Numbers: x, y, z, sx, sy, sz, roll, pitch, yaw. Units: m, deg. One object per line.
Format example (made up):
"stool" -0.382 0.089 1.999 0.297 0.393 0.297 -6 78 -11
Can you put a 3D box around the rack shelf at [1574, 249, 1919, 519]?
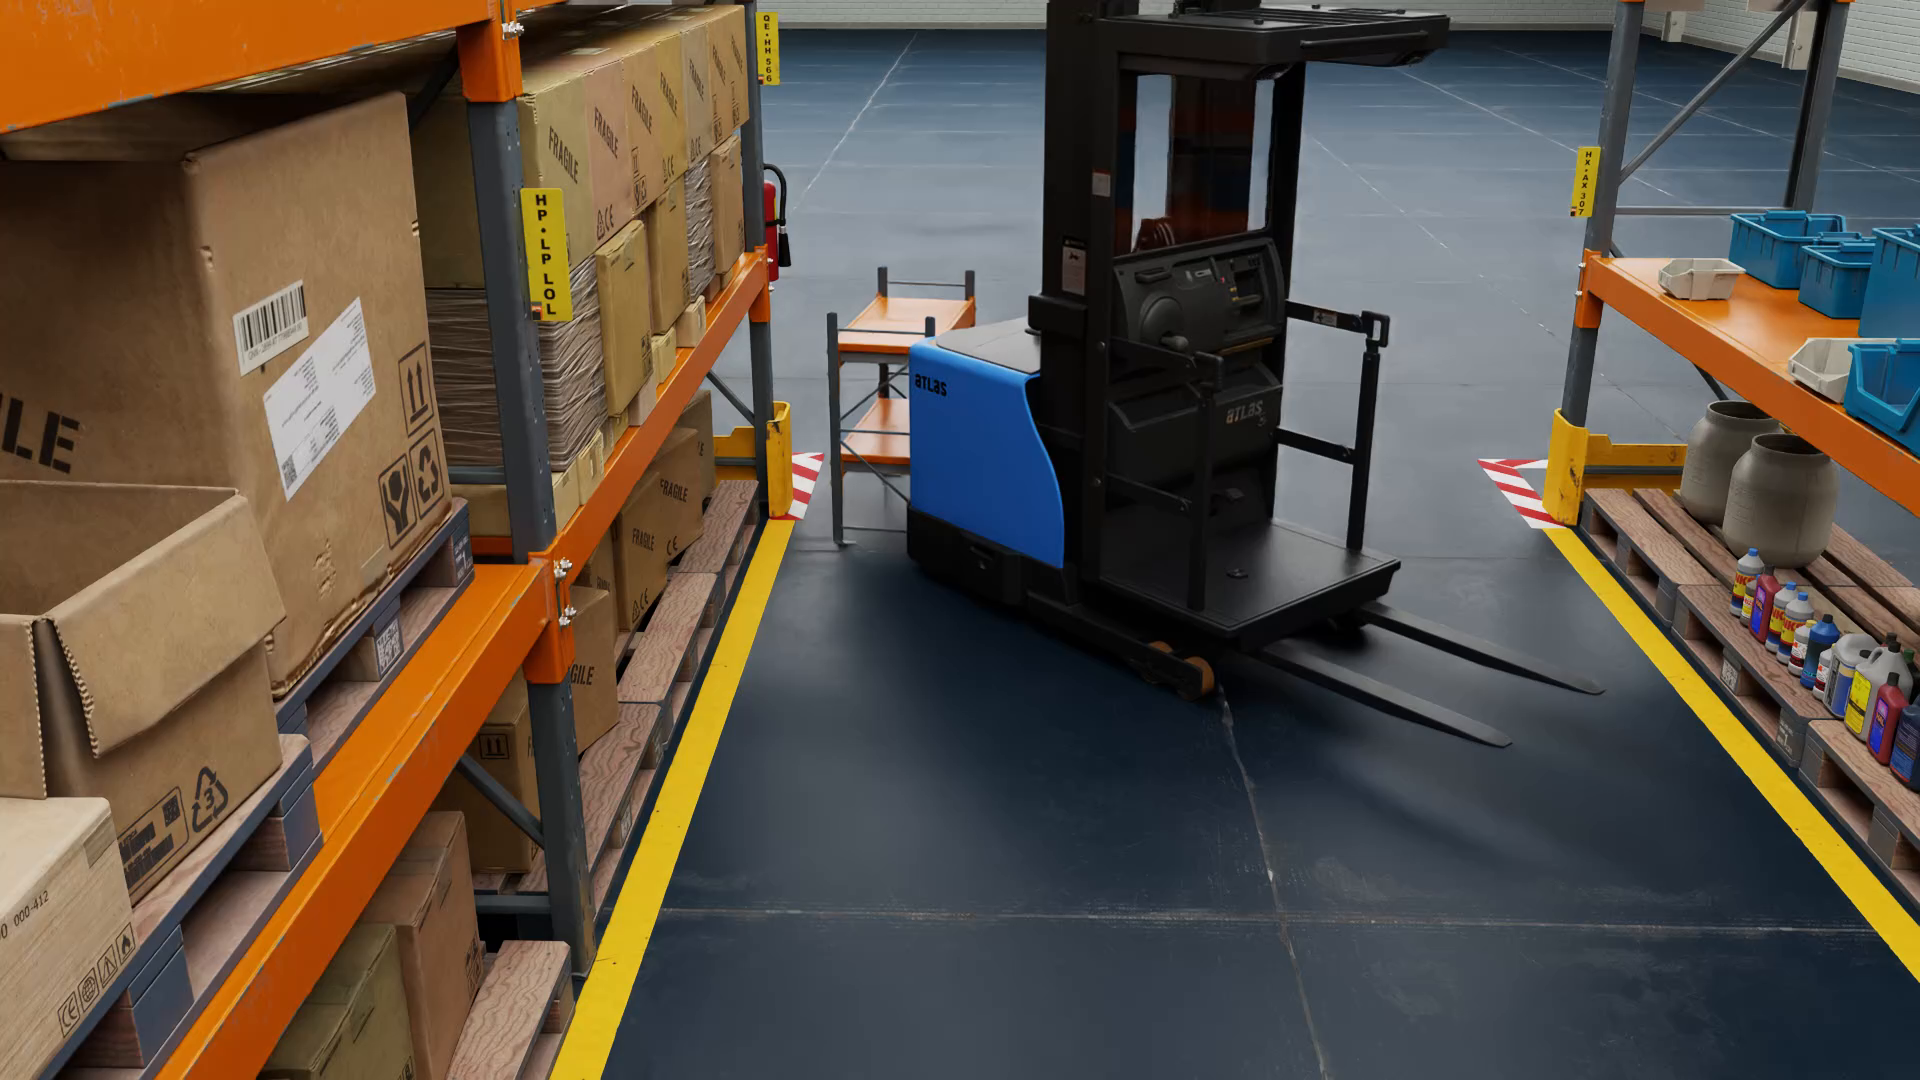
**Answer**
"rack shelf" 3.444 -0.496 6.154 1.077 0.370 4.000 1 21 2

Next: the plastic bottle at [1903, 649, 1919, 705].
"plastic bottle" 3.233 0.523 5.681 0.061 0.283 0.133 1 21 2

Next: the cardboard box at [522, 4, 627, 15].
"cardboard box" -1.735 -2.064 7.271 0.500 0.500 0.500 1 21 2

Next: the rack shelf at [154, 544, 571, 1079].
"rack shelf" -1.629 0.896 2.567 1.077 0.370 4.000 1 21 2

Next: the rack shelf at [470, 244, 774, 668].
"rack shelf" -1.507 -0.550 6.295 1.077 0.370 4.000 1 21 2

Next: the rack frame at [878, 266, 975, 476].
"rack frame" -0.174 -0.861 8.692 0.500 1.125 0.032 4 22 10

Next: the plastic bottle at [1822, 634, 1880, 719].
"plastic bottle" 3.139 0.476 5.813 0.152 0.276 0.135 1 21 3

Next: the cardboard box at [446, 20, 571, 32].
"cardboard box" -1.771 -1.703 6.339 0.500 0.500 0.500 1 21 2

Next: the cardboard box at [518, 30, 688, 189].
"cardboard box" -1.267 -1.516 5.858 0.500 0.500 0.500 1 21 2

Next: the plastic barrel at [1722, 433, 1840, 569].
"plastic barrel" 3.546 -0.170 7.179 0.421 0.512 0.421 0 21 0

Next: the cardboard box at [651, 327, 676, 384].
"cardboard box" -1.228 -0.662 5.936 0.380 0.149 0.250 1 21 2

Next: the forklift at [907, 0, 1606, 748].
"forklift" 1.099 -0.953 6.433 1.130 2.935 3.031 -17 27 -37

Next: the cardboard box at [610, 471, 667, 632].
"cardboard box" -1.504 0.029 6.682 0.500 0.500 0.500 3 21 7

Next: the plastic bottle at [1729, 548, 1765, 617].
"plastic bottle" 3.138 0.165 6.621 0.097 0.271 0.097 0 21 0

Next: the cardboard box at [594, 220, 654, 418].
"cardboard box" -1.442 -0.690 5.112 0.875 0.500 0.500 1 21 2

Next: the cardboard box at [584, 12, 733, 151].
"cardboard box" -1.225 -1.878 6.790 0.500 0.500 0.500 1 21 2

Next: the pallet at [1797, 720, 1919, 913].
"pallet" 3.445 0.950 5.290 1.003 0.211 1.213 1 21 2

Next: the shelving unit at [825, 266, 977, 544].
"shelving unit" -0.267 -0.680 8.227 0.538 1.125 1.048 4 22 10

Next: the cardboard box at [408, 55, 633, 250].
"cardboard box" -1.286 -1.155 4.926 0.500 0.500 0.500 1 21 2

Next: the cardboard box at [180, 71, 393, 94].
"cardboard box" -1.829 -0.980 4.475 0.500 0.500 0.500 1 21 2

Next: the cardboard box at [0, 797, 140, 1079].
"cardboard box" -1.409 0.554 2.080 0.500 0.250 0.500 0 21 0

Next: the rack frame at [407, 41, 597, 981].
"rack frame" -1.568 -0.162 4.301 1.000 3.000 0.127 1 21 2

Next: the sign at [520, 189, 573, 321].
"sign" -1.013 -0.697 4.079 0.100 0.325 0.005 1 21 2

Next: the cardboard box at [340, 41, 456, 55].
"cardboard box" -1.799 -1.341 5.407 0.500 0.500 0.500 1 21 2

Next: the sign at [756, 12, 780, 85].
"sign" -0.892 -2.283 7.727 0.100 0.325 0.005 1 21 2

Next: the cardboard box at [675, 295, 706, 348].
"cardboard box" -1.189 -0.843 6.402 0.380 0.149 0.250 1 21 2

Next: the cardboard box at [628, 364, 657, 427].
"cardboard box" -1.213 -0.481 5.470 0.380 0.149 0.250 1 21 2

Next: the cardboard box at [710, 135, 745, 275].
"cardboard box" -1.386 -1.413 6.975 0.875 0.500 0.500 1 21 2

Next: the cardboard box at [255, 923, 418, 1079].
"cardboard box" -1.641 1.192 3.658 0.700 0.500 0.500 1 21 1

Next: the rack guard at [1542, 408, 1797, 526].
"rack guard" 3.549 -0.361 8.268 1.175 0.500 0.348 1 21 2

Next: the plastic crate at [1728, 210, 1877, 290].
"plastic crate" 3.788 -1.301 7.440 0.499 0.251 0.616 1 21 2

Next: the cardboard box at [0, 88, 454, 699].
"cardboard box" -1.732 -0.352 3.380 1.000 1.000 1.000 1 21 2

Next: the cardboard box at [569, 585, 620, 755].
"cardboard box" -1.506 0.456 5.583 0.500 0.500 0.500 8 22 19

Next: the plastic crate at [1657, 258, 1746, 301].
"plastic crate" 3.156 -1.111 7.111 0.298 0.136 0.250 1 21 2

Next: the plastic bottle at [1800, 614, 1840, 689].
"plastic bottle" 3.118 0.398 6.020 0.097 0.271 0.097 0 21 0

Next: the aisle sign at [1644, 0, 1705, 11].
"aisle sign" 3.214 -2.795 7.493 0.394 0.787 0.004 1 21 2

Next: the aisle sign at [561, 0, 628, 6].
"aisle sign" -1.744 -2.846 7.624 0.394 0.787 0.004 1 21 2

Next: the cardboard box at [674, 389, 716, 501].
"cardboard box" -1.482 -0.414 7.823 0.500 0.500 0.500 5 22 12

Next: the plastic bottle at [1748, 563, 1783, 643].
"plastic bottle" 3.113 0.241 6.409 0.061 0.283 0.133 1 21 3

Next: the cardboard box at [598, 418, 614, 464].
"cardboard box" -1.260 -0.301 5.005 0.380 0.149 0.250 1 21 2

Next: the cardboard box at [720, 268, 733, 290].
"cardboard box" -1.213 -1.205 7.335 0.380 0.149 0.250 1 21 2

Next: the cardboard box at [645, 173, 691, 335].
"cardboard box" -1.471 -1.052 6.045 0.875 0.500 0.500 1 21 2

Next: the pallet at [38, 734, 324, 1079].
"pallet" -1.670 0.657 2.454 1.003 0.211 1.213 1 21 2

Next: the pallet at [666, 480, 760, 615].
"pallet" -1.509 0.012 7.706 1.003 0.211 1.213 1 21 2

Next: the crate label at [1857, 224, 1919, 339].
"crate label" 3.719 -0.902 6.159 0.502 0.435 0.616 1 21 2

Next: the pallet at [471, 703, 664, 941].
"pallet" -1.583 0.894 5.432 1.003 0.211 1.213 1 21 2

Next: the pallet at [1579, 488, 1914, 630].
"pallet" 3.519 0.067 7.563 1.003 0.211 1.213 1 21 2

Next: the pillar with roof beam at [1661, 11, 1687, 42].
"pillar with roof beam" 10.860 -14.874 33.923 9.100 9.000 0.400 1 21 2

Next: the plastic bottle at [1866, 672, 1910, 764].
"plastic bottle" 3.083 0.588 5.512 0.061 0.283 0.133 2 21 5

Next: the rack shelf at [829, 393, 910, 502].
"rack shelf" -0.267 -0.452 8.315 0.538 0.278 1.000 4 22 10

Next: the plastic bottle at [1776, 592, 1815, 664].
"plastic bottle" 3.124 0.325 6.209 0.097 0.271 0.097 0 21 0

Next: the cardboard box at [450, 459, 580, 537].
"cardboard box" -1.261 -0.120 4.538 0.380 0.149 0.250 1 21 2
